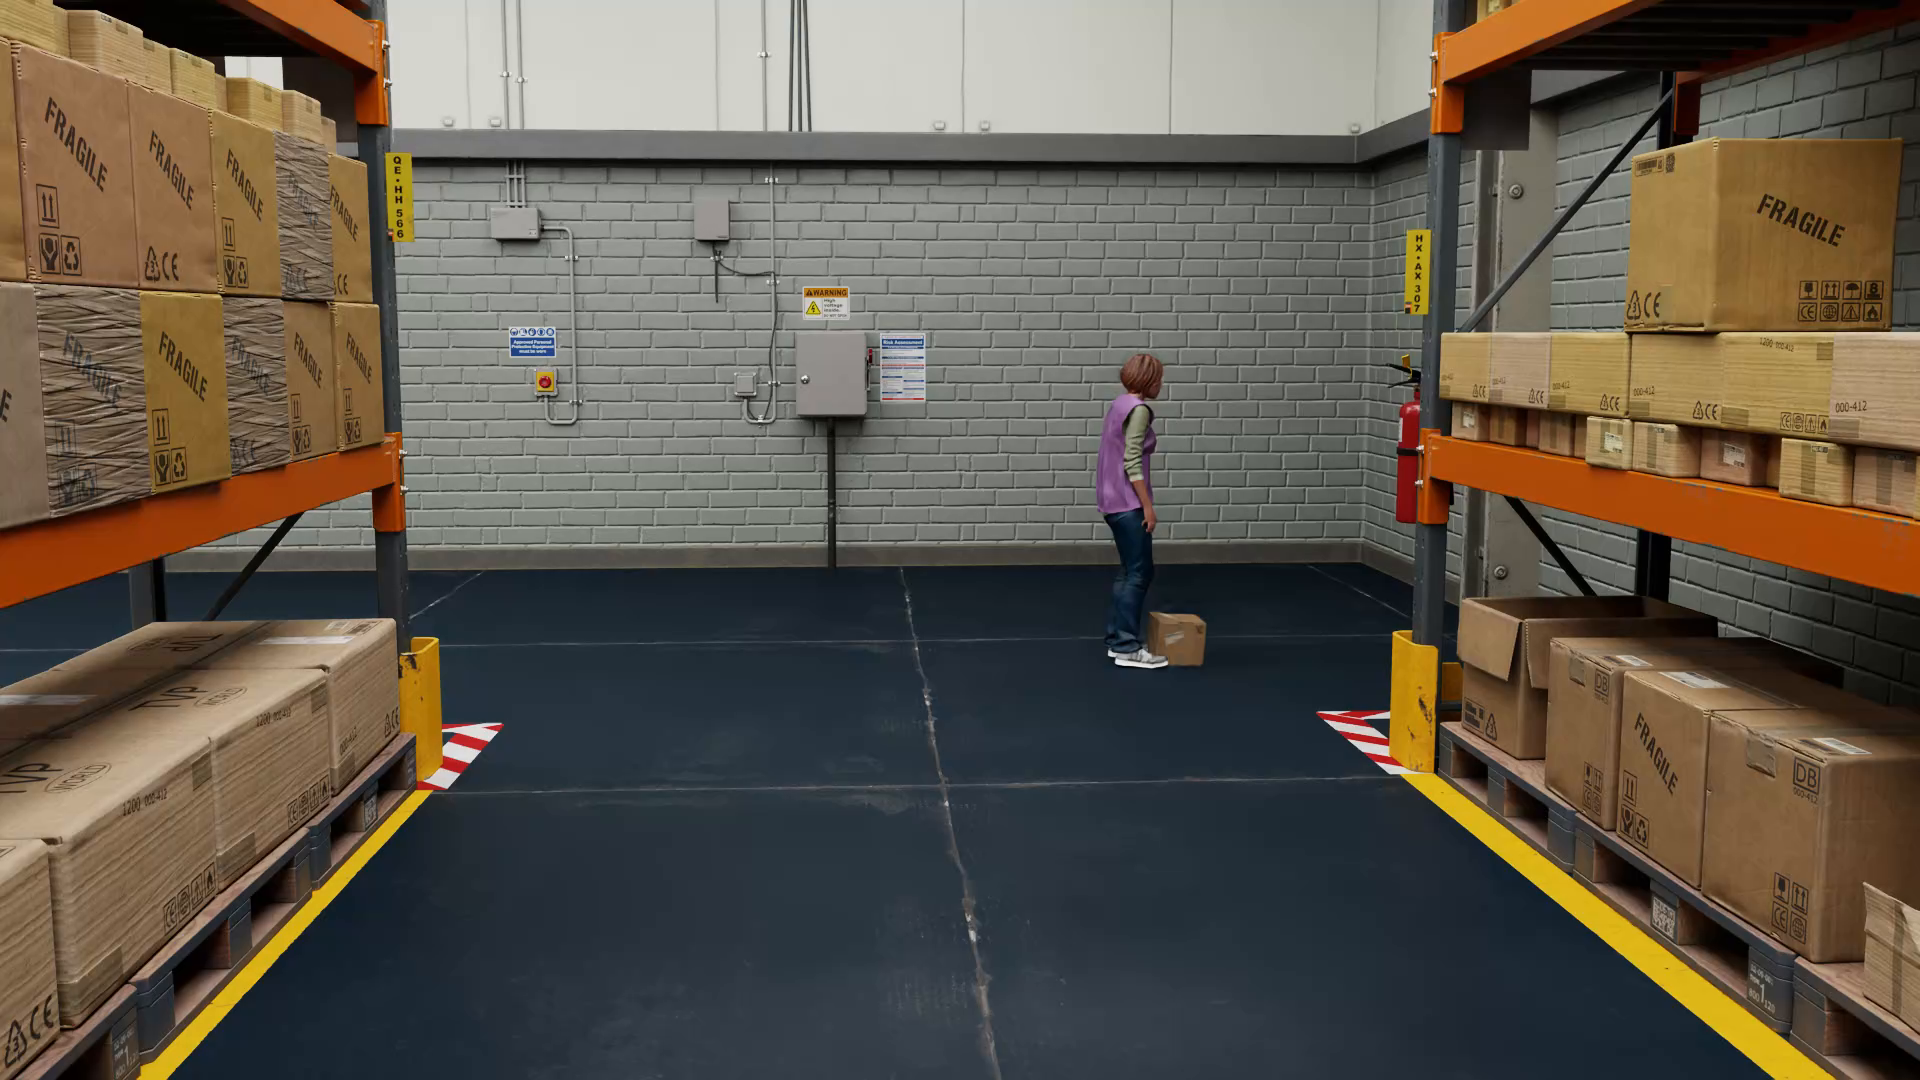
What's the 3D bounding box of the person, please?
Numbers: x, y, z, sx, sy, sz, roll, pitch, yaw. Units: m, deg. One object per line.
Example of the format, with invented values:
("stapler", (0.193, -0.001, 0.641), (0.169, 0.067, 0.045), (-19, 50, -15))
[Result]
("person", (0.882, -0.157, 8.566), (0.342, 1.593, 0.460), (-1, 7, -6))
